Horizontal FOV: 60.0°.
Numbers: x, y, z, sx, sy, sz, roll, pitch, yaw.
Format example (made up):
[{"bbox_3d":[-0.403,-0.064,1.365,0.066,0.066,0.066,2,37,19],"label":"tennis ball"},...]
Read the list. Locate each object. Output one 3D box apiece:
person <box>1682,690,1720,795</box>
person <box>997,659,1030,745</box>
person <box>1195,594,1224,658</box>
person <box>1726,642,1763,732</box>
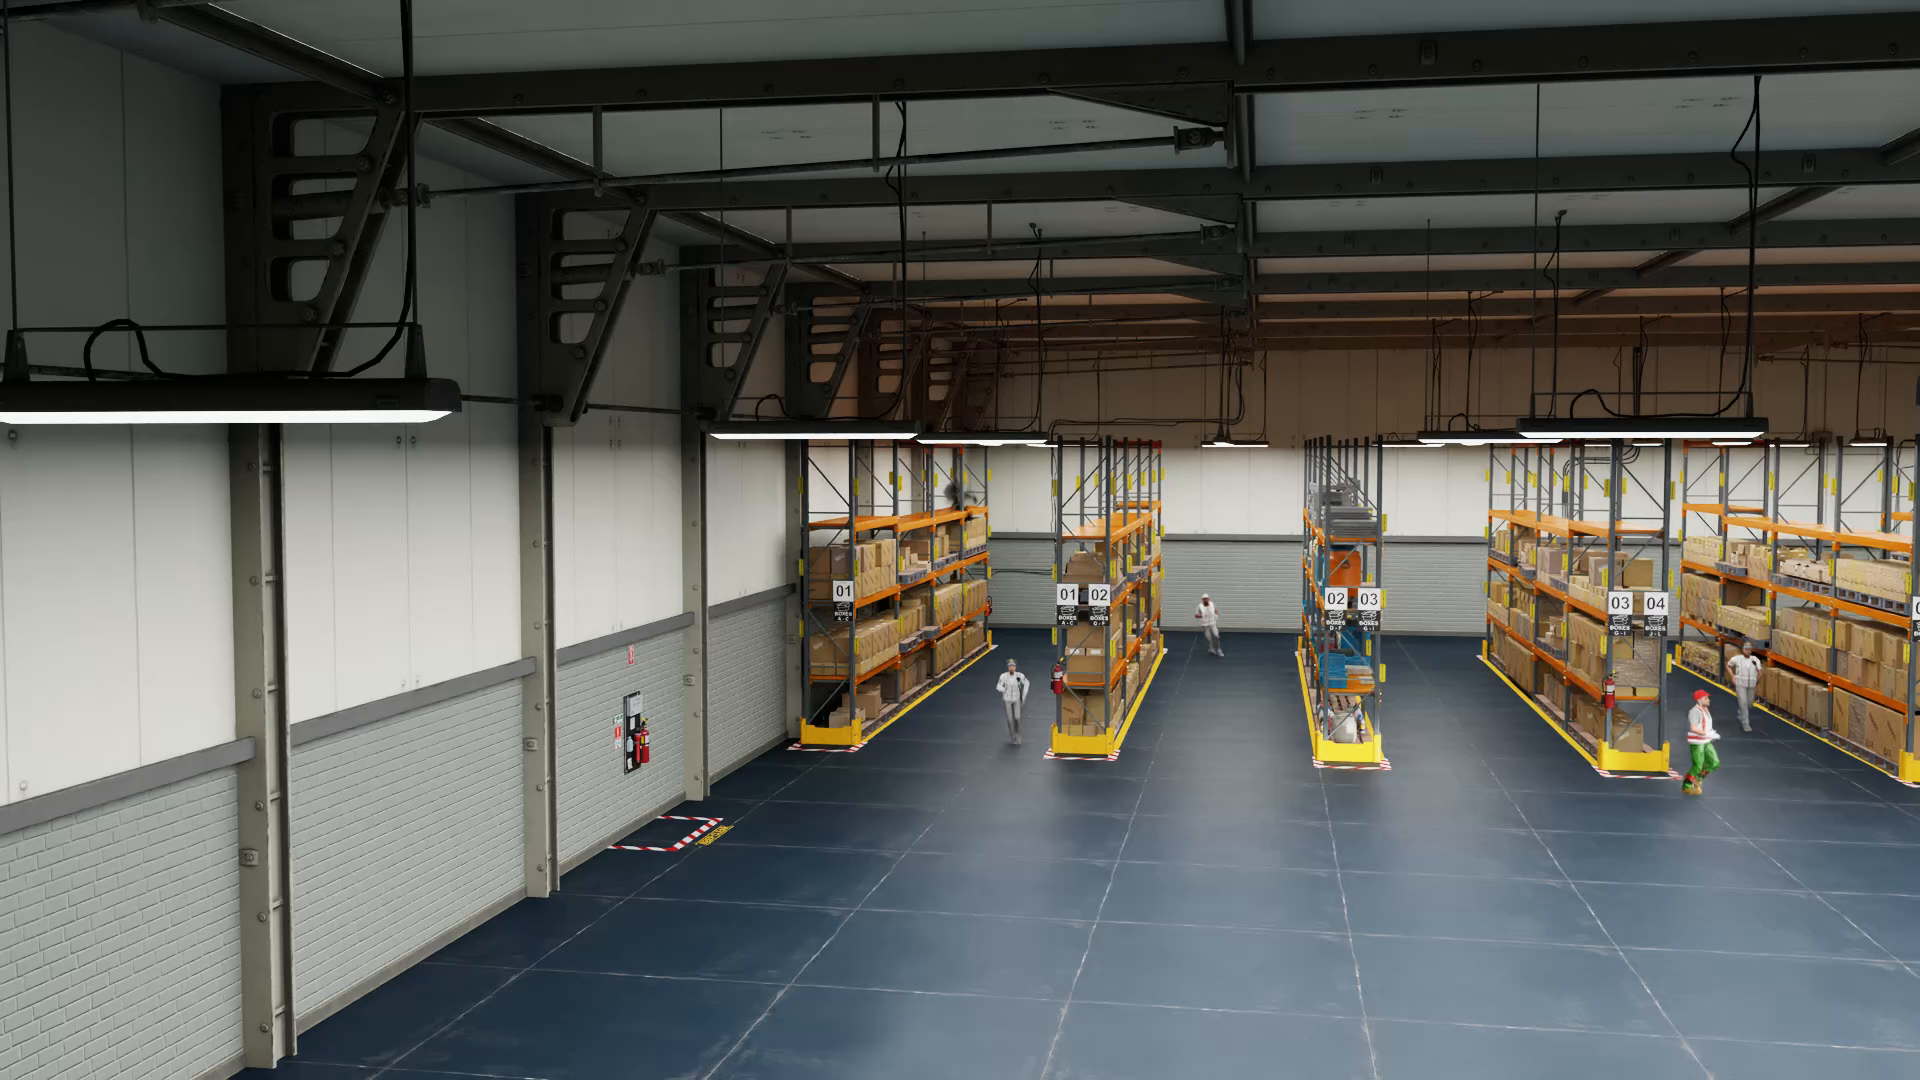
[{"bbox_3d":[12.286,3.349,27.470,0.692,1.758,0.641,-3,4,-42],"label":"person"},{"bbox_3d":[1.026,3.140,32.361,0.624,1.669,0.723,0,3,7],"label":"person"},{"bbox_3d":[6.886,2.357,46.140,0.779,1.769,0.761,0,3,-4],"label":"person"},{"bbox_3d":[16.181,2.990,34.263,0.664,1.790,0.951,0,3,8],"label":"person"}]
